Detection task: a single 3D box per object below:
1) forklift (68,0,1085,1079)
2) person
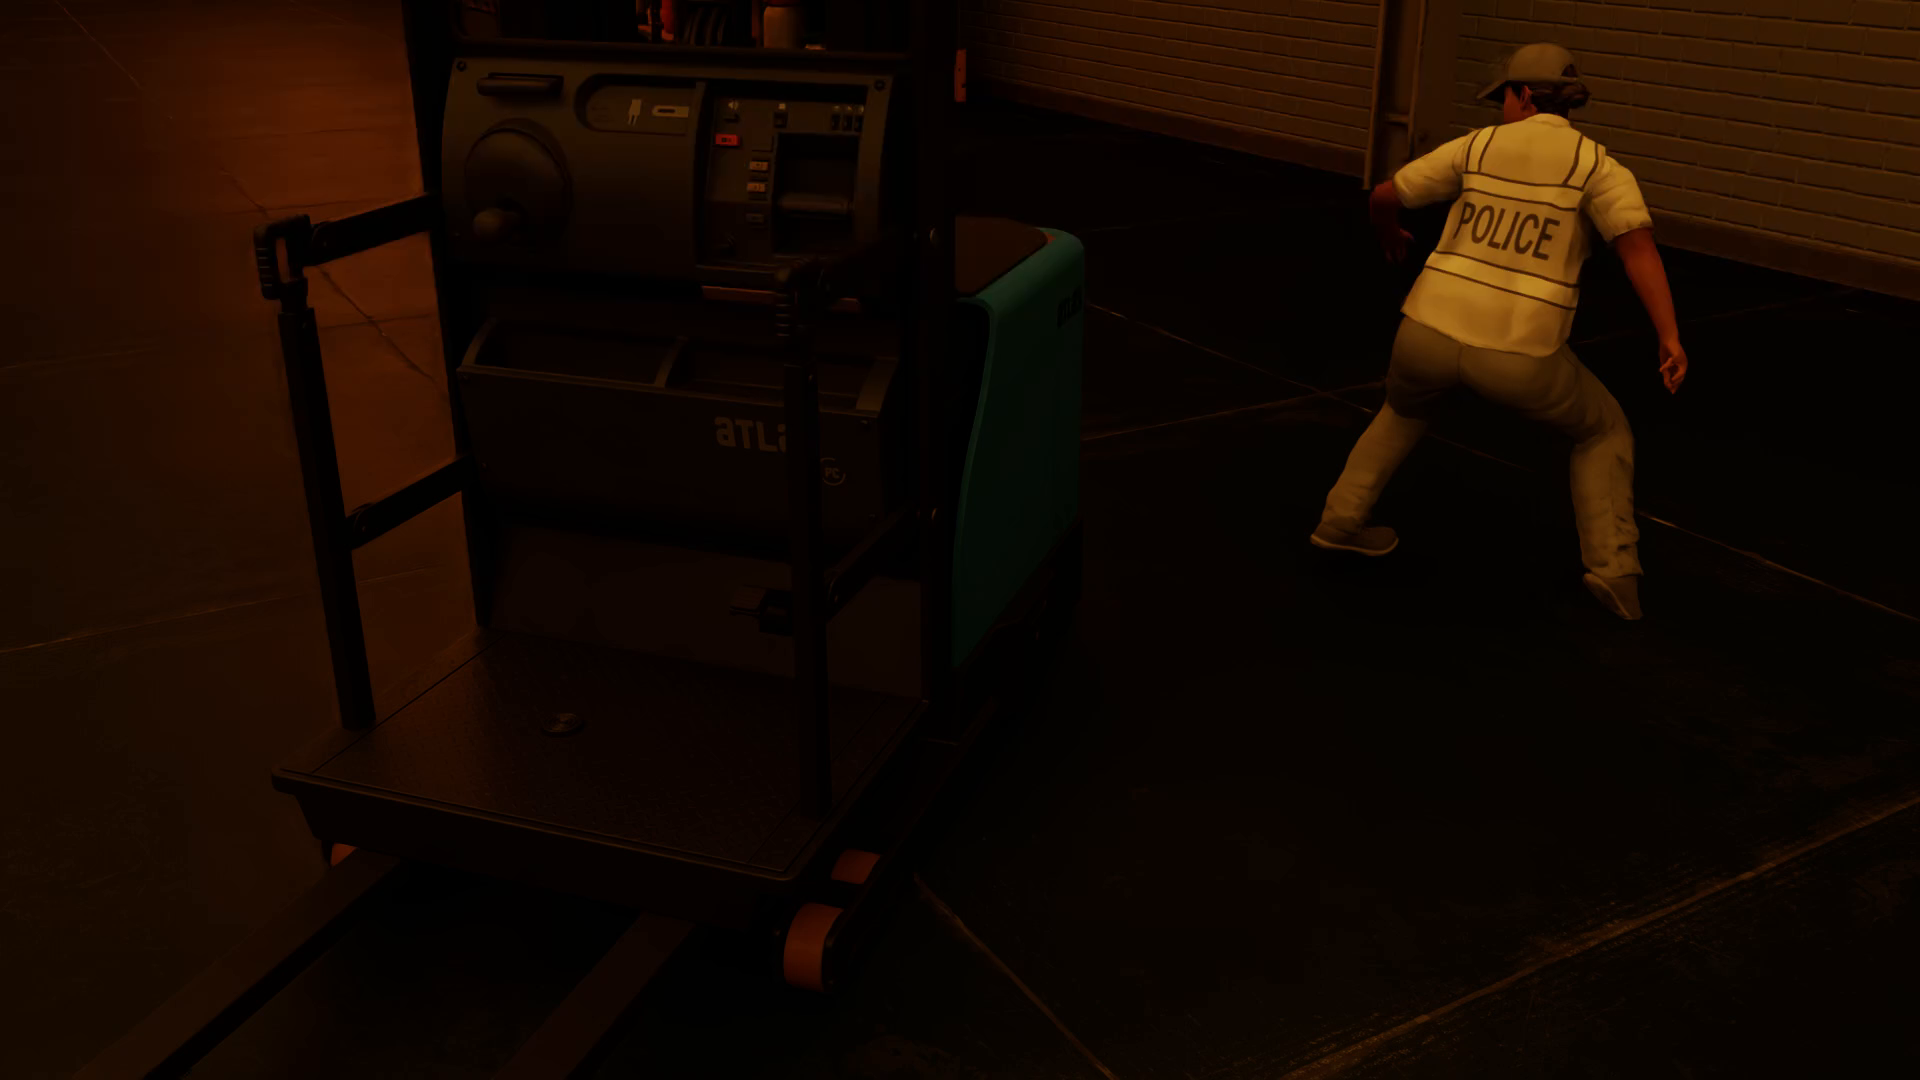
[{"bbox_3d":[-0.637,-0.690,2.955,1.130,2.935,3.031,8,24,18],"label":"forklift"},{"bbox_3d":[1.525,-0.516,4.568,0.980,1.610,0.547,15,27,33],"label":"person"}]
